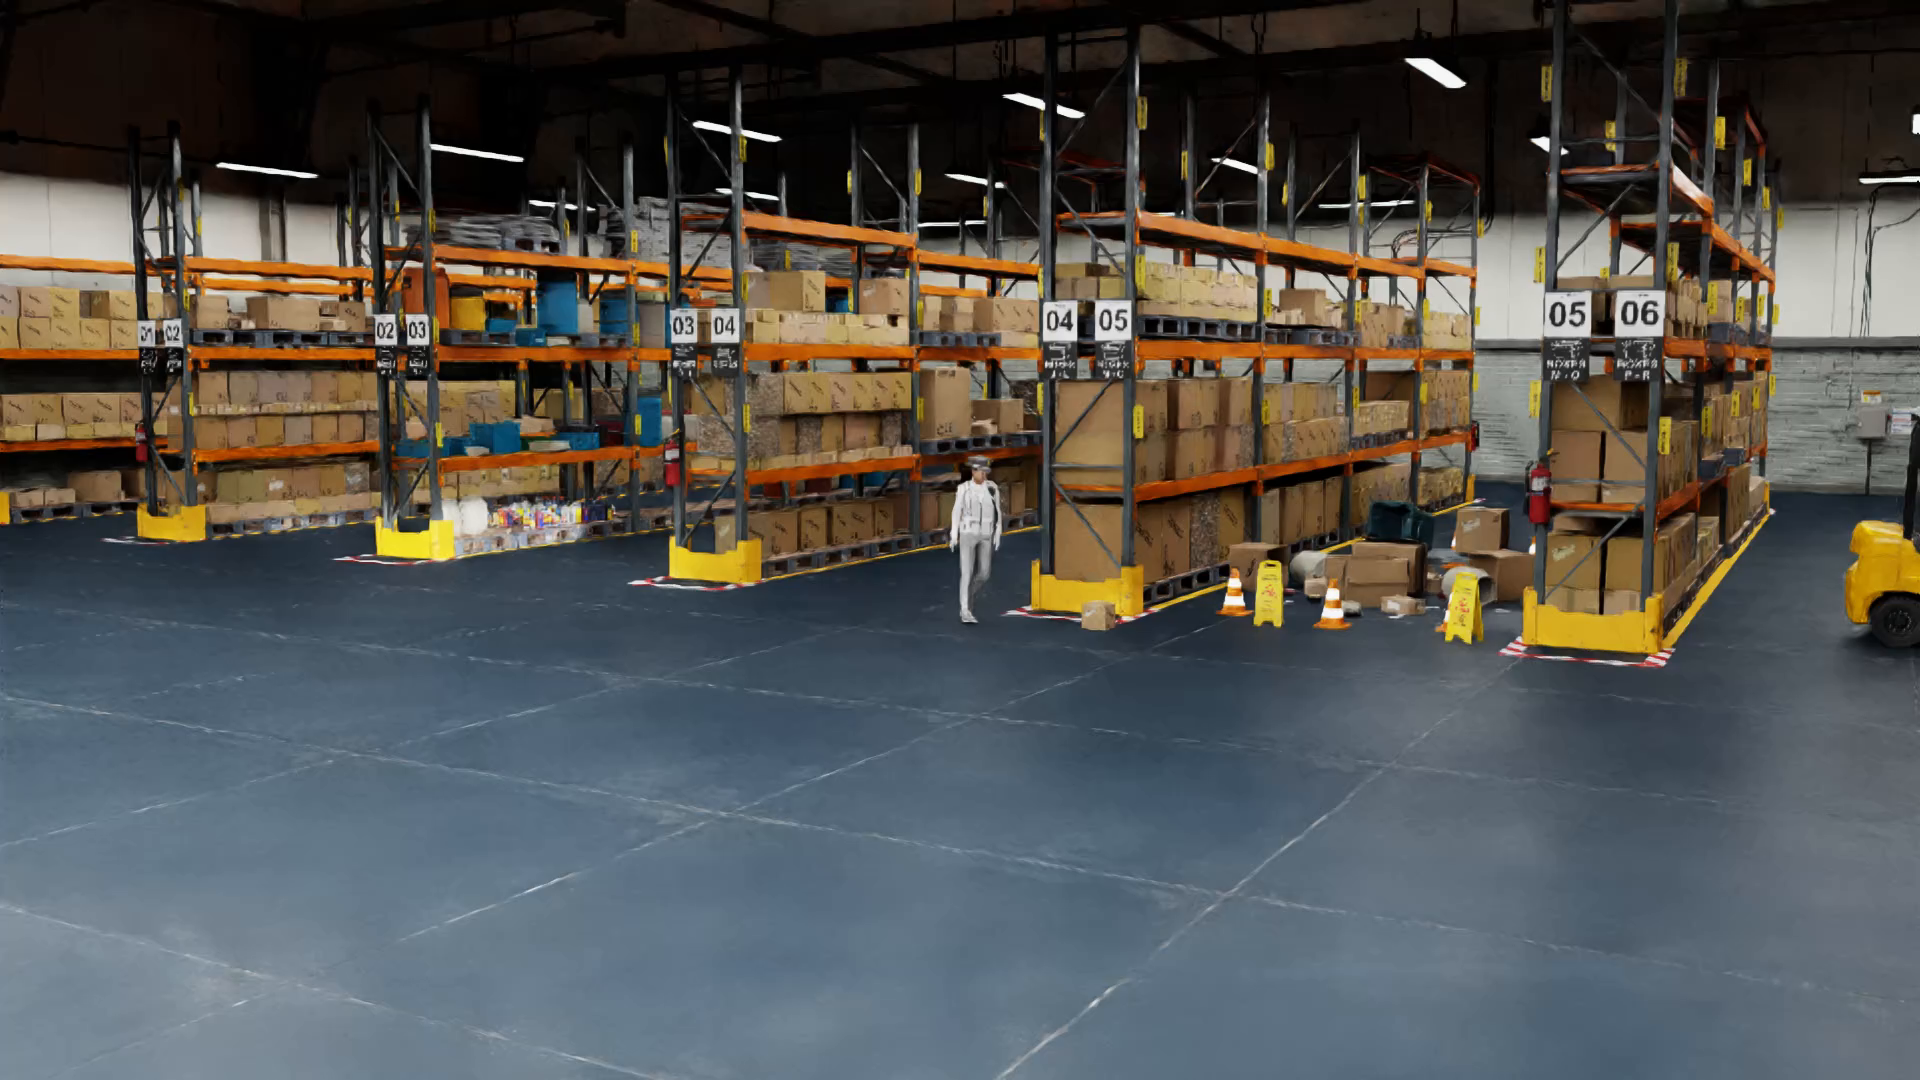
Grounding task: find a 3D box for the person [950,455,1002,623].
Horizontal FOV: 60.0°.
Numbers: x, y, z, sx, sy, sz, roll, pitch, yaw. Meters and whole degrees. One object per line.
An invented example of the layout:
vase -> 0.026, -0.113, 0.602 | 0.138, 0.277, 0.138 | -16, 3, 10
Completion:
person -> 0.161, -0.026, 16.588 | 0.534, 1.639, 0.698 | -2, 6, -20
